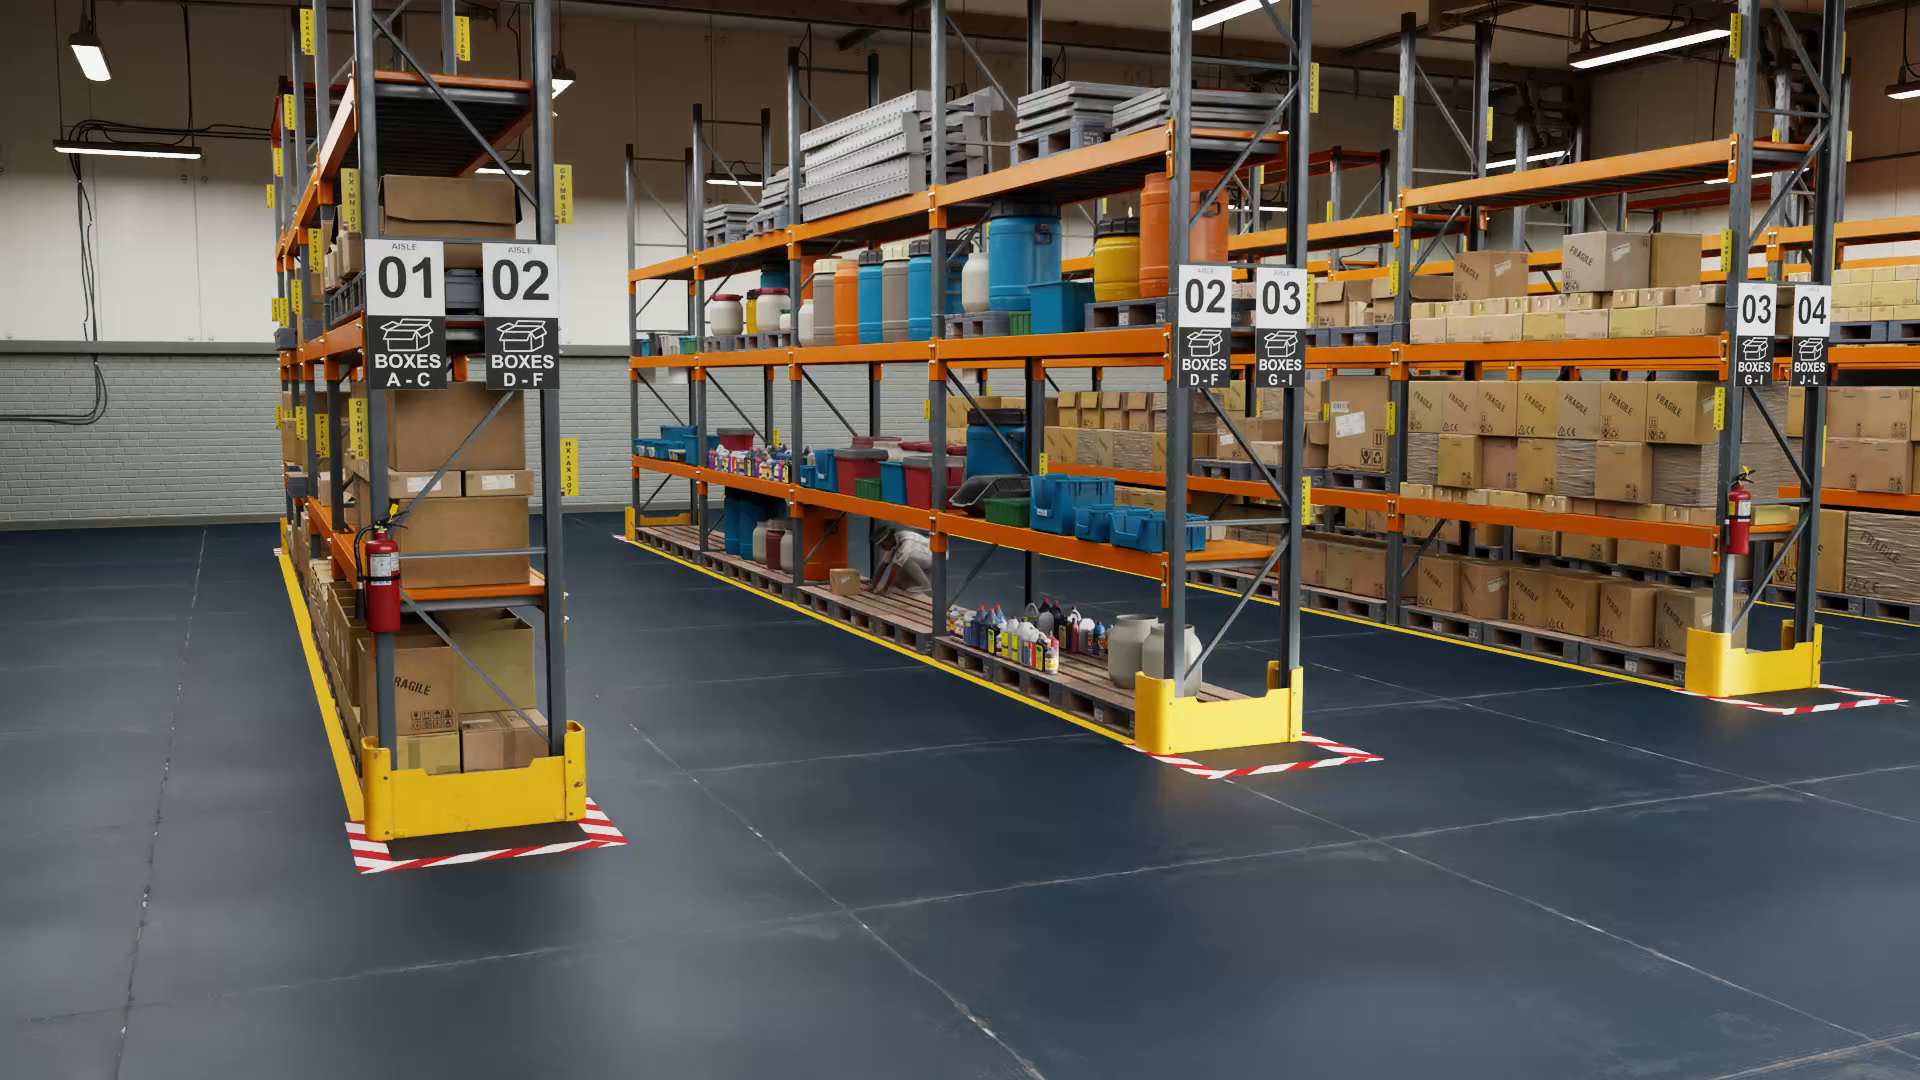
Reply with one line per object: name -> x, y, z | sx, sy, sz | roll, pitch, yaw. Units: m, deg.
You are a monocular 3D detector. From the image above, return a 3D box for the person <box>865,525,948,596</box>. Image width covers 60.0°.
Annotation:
person -> -0.557, 0.296, 17.719 | 0.886, 0.944, 0.479 | -2, 6, -19
